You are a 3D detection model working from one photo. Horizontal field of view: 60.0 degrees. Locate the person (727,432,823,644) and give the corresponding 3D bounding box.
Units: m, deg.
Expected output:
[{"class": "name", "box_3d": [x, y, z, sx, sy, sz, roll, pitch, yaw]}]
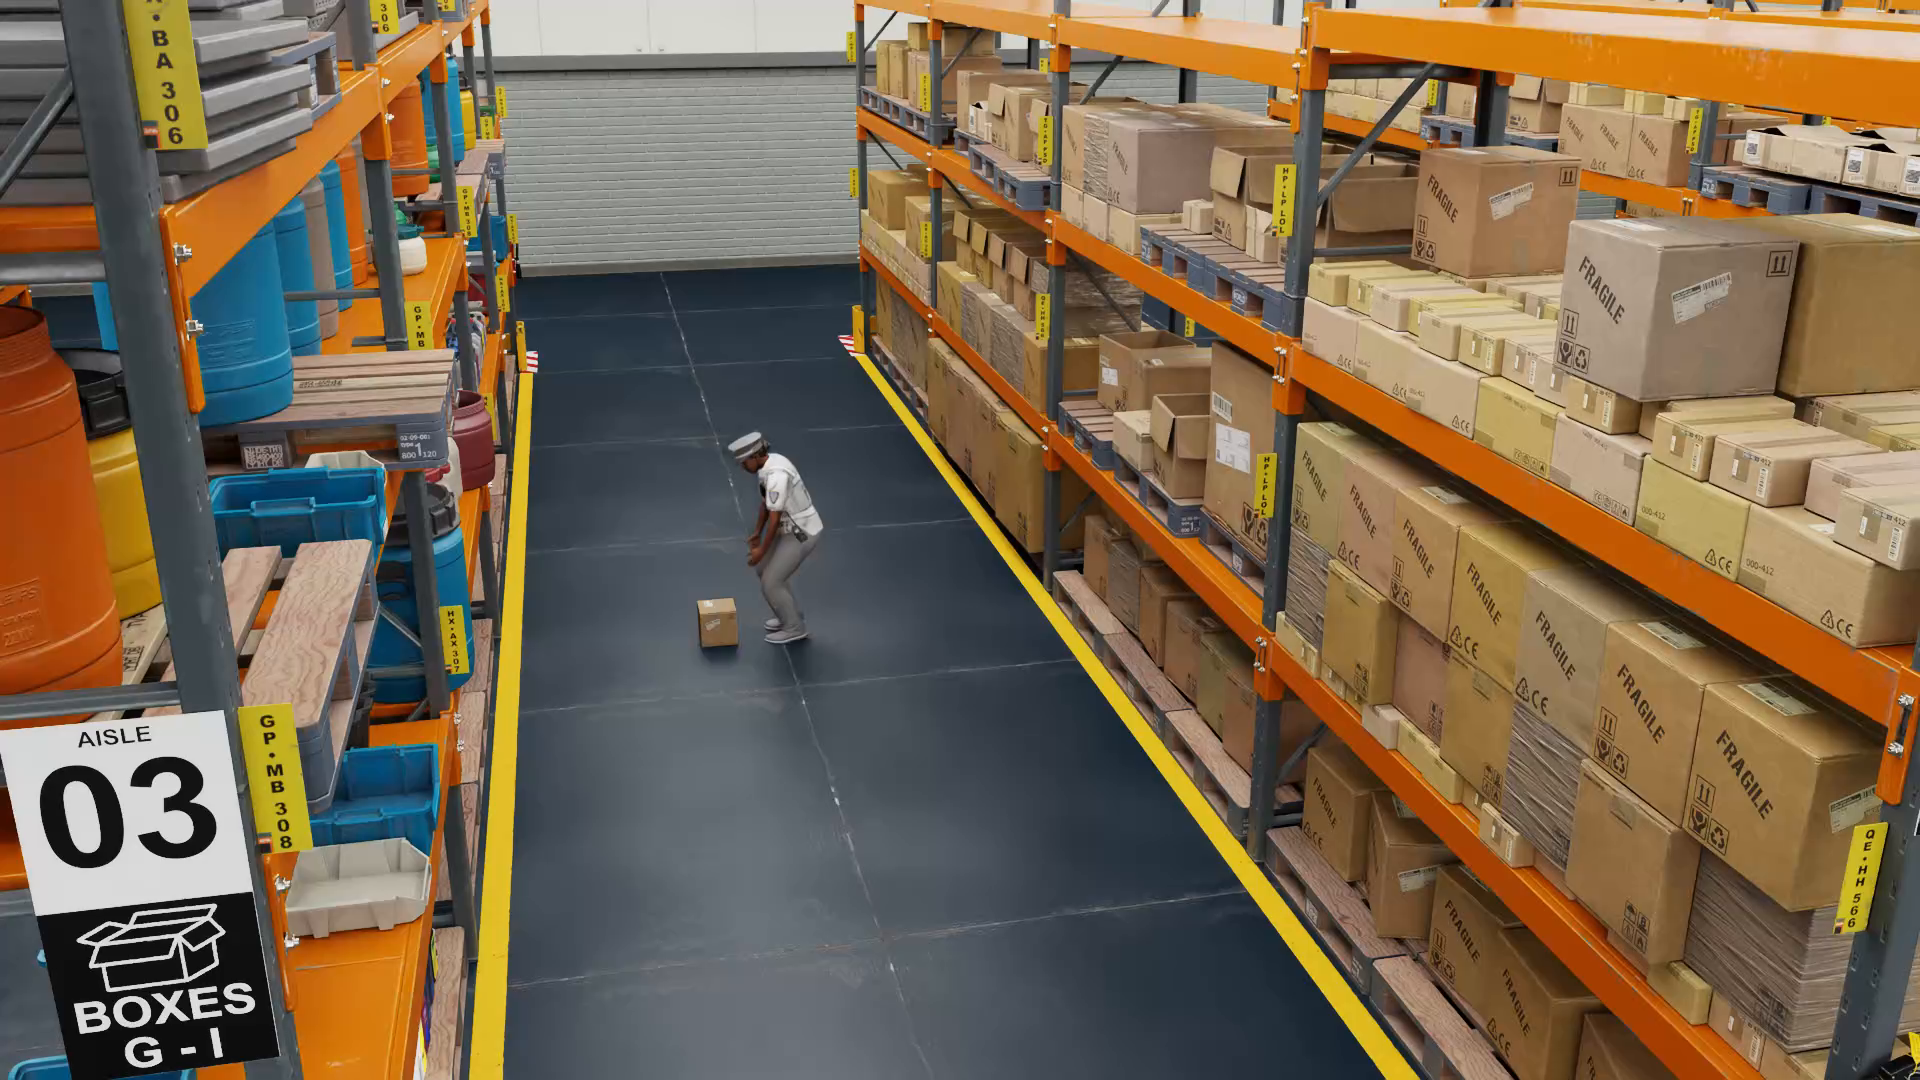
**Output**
[{"class": "person", "box_3d": [-1.252, -0.023, 11.414, 0.628, 1.487, 0.490, -4, 20, -12]}]
